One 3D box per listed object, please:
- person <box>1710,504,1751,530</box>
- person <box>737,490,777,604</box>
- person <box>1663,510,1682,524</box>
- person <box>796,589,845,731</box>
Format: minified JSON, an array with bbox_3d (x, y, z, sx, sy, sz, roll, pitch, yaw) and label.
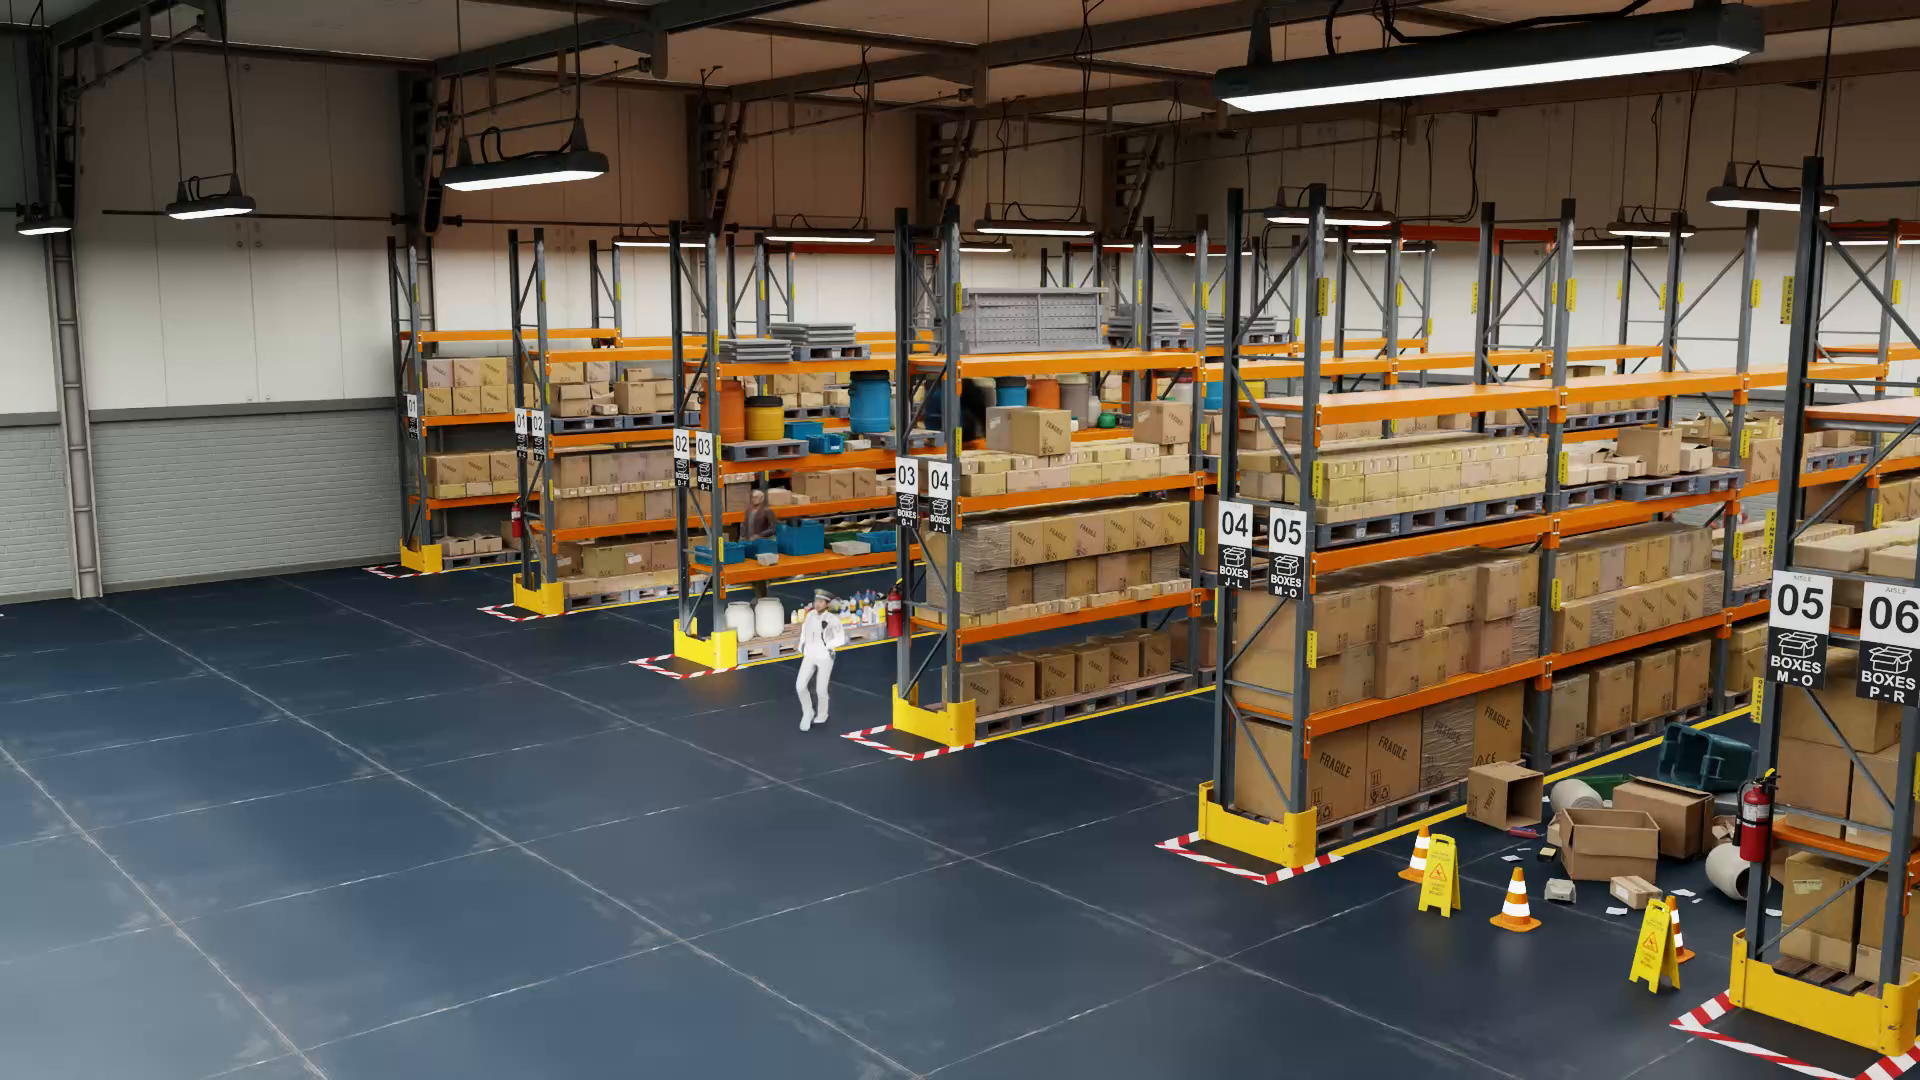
[{"bbox_3d":[13.207,-0.035,28.454,0.661,1.706,0.573,-1,9,-4],"label":"person"},{"bbox_3d":[-3.132,0.116,25.437,0.707,1.746,0.579,6,10,32],"label":"person"},{"bbox_3d":[11.069,0.313,26.144,0.622,1.773,0.833,8,12,42],"label":"person"},{"bbox_3d":[-1.616,1.392,19.334,0.638,1.711,0.620,4,10,23],"label":"person"}]
